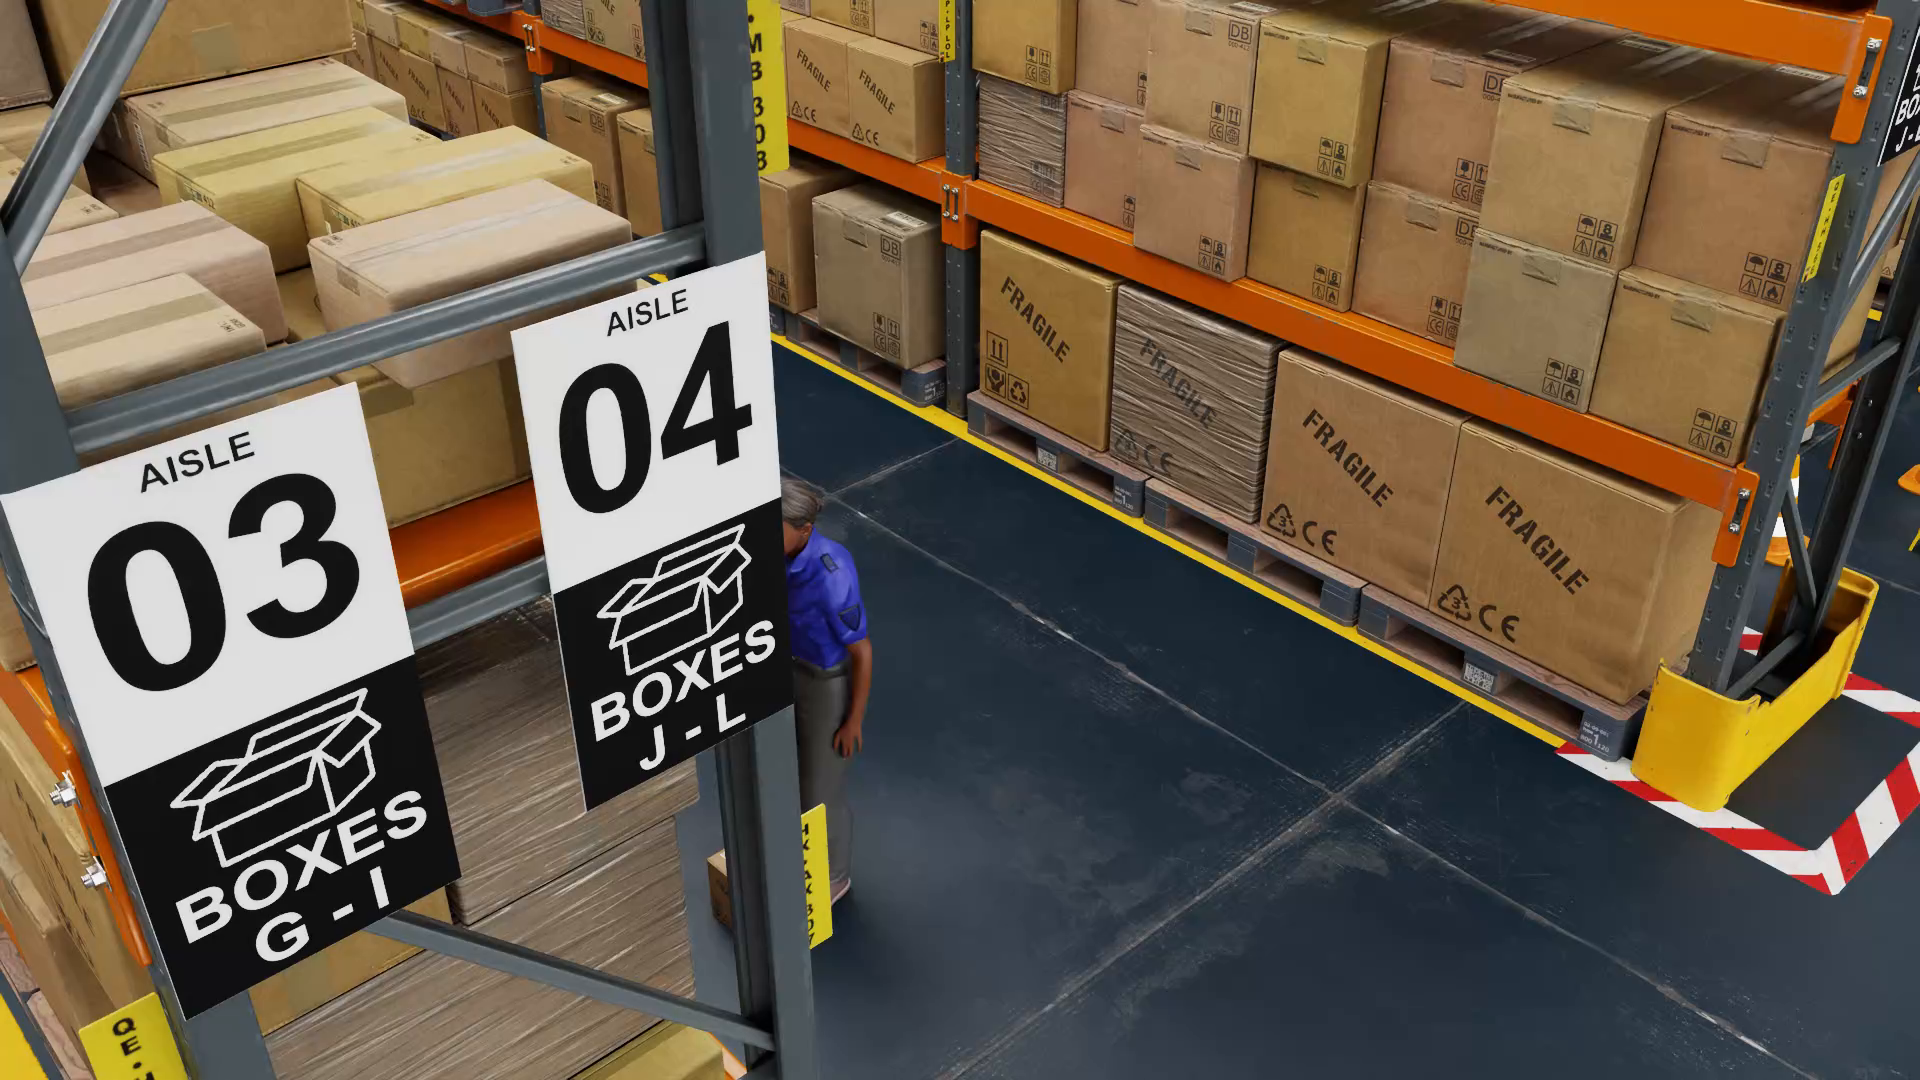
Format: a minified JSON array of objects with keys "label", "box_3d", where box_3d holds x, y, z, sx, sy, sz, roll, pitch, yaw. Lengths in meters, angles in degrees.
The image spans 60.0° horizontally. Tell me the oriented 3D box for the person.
[{"label":"person","box_3d":[-0.488,0.469,5.337,0.500,1.571,0.350,27,41,36]}]
